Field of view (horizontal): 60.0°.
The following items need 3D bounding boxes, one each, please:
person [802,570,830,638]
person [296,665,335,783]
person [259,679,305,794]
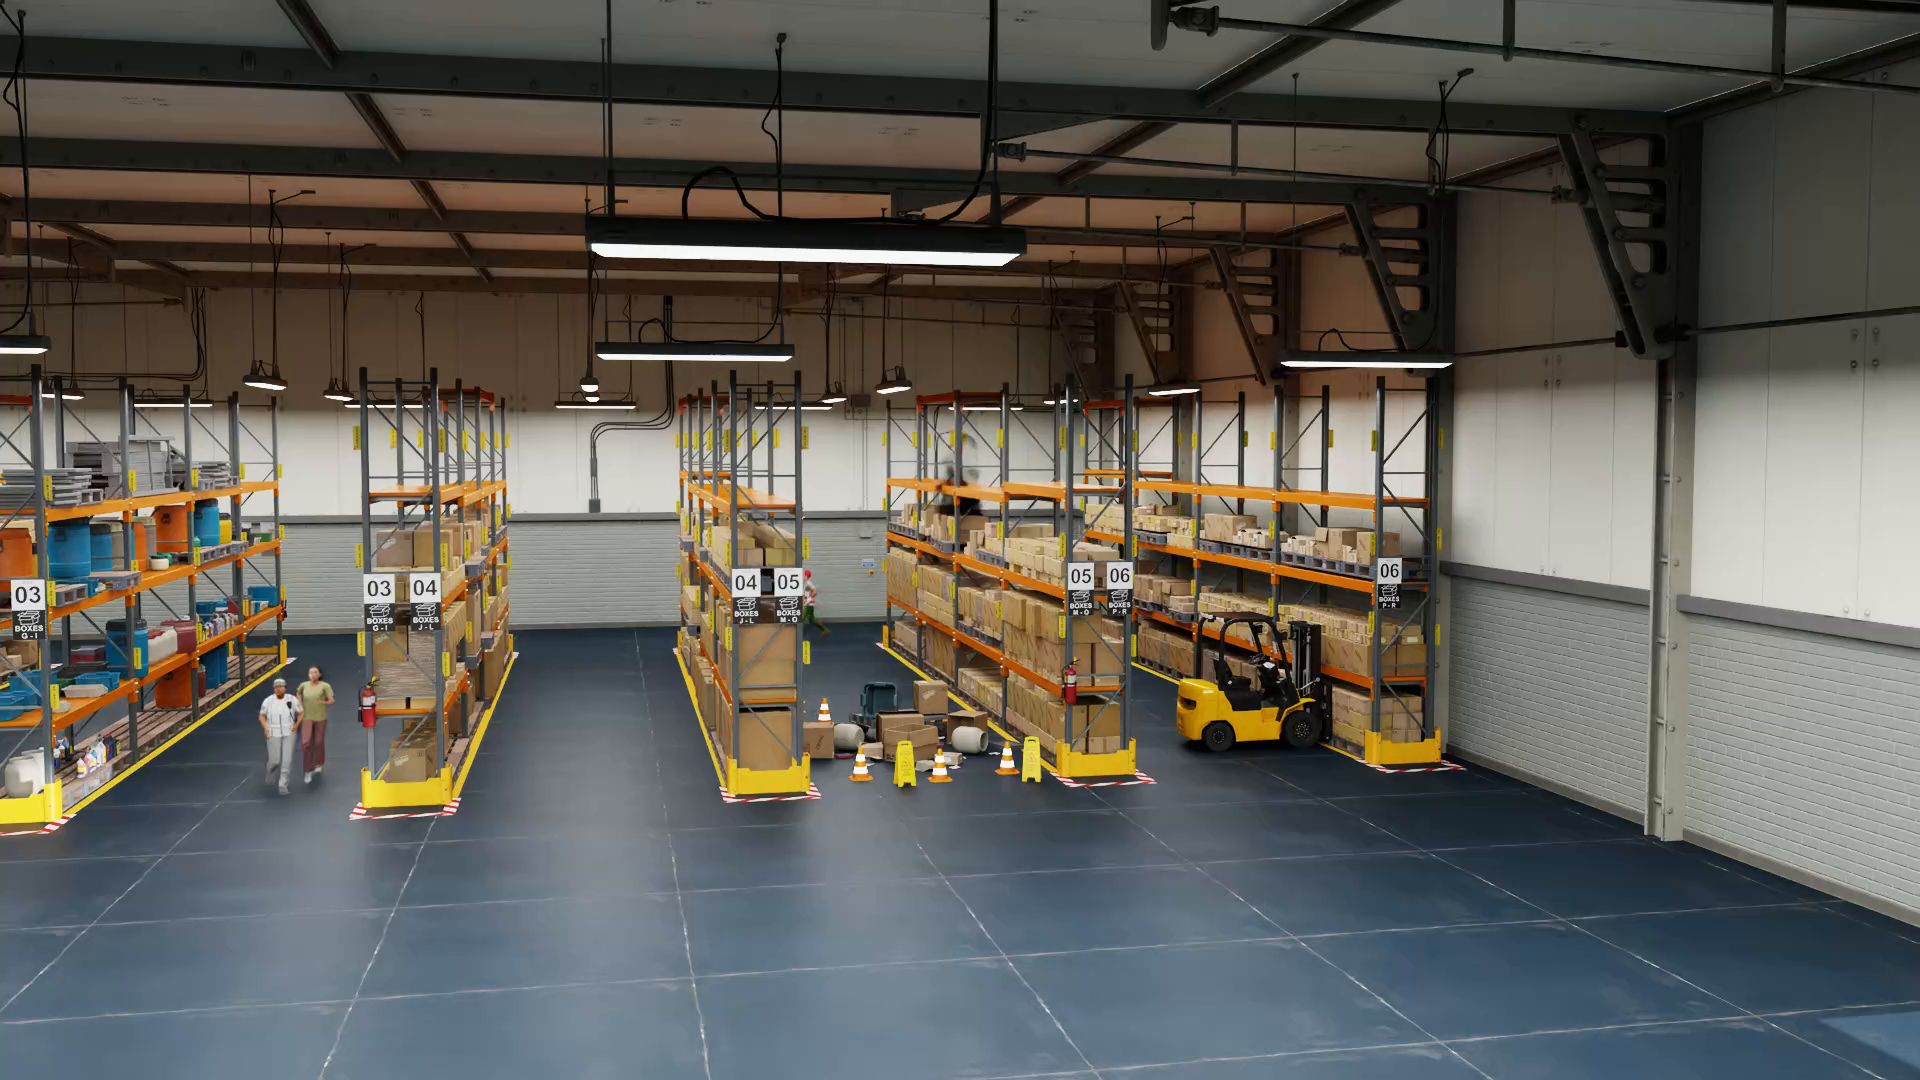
[{"bbox_3d":[-3.732,1.647,41.304,1.002,1.803,0.666,0,3,-8],"label":"person"},{"bbox_3d":[-9.565,2.700,24.684,0.561,1.728,0.754,-1,4,-15],"label":"person"},{"bbox_3d":[-9.671,2.786,23.740,0.600,1.641,0.596,-1,4,-22],"label":"person"}]
